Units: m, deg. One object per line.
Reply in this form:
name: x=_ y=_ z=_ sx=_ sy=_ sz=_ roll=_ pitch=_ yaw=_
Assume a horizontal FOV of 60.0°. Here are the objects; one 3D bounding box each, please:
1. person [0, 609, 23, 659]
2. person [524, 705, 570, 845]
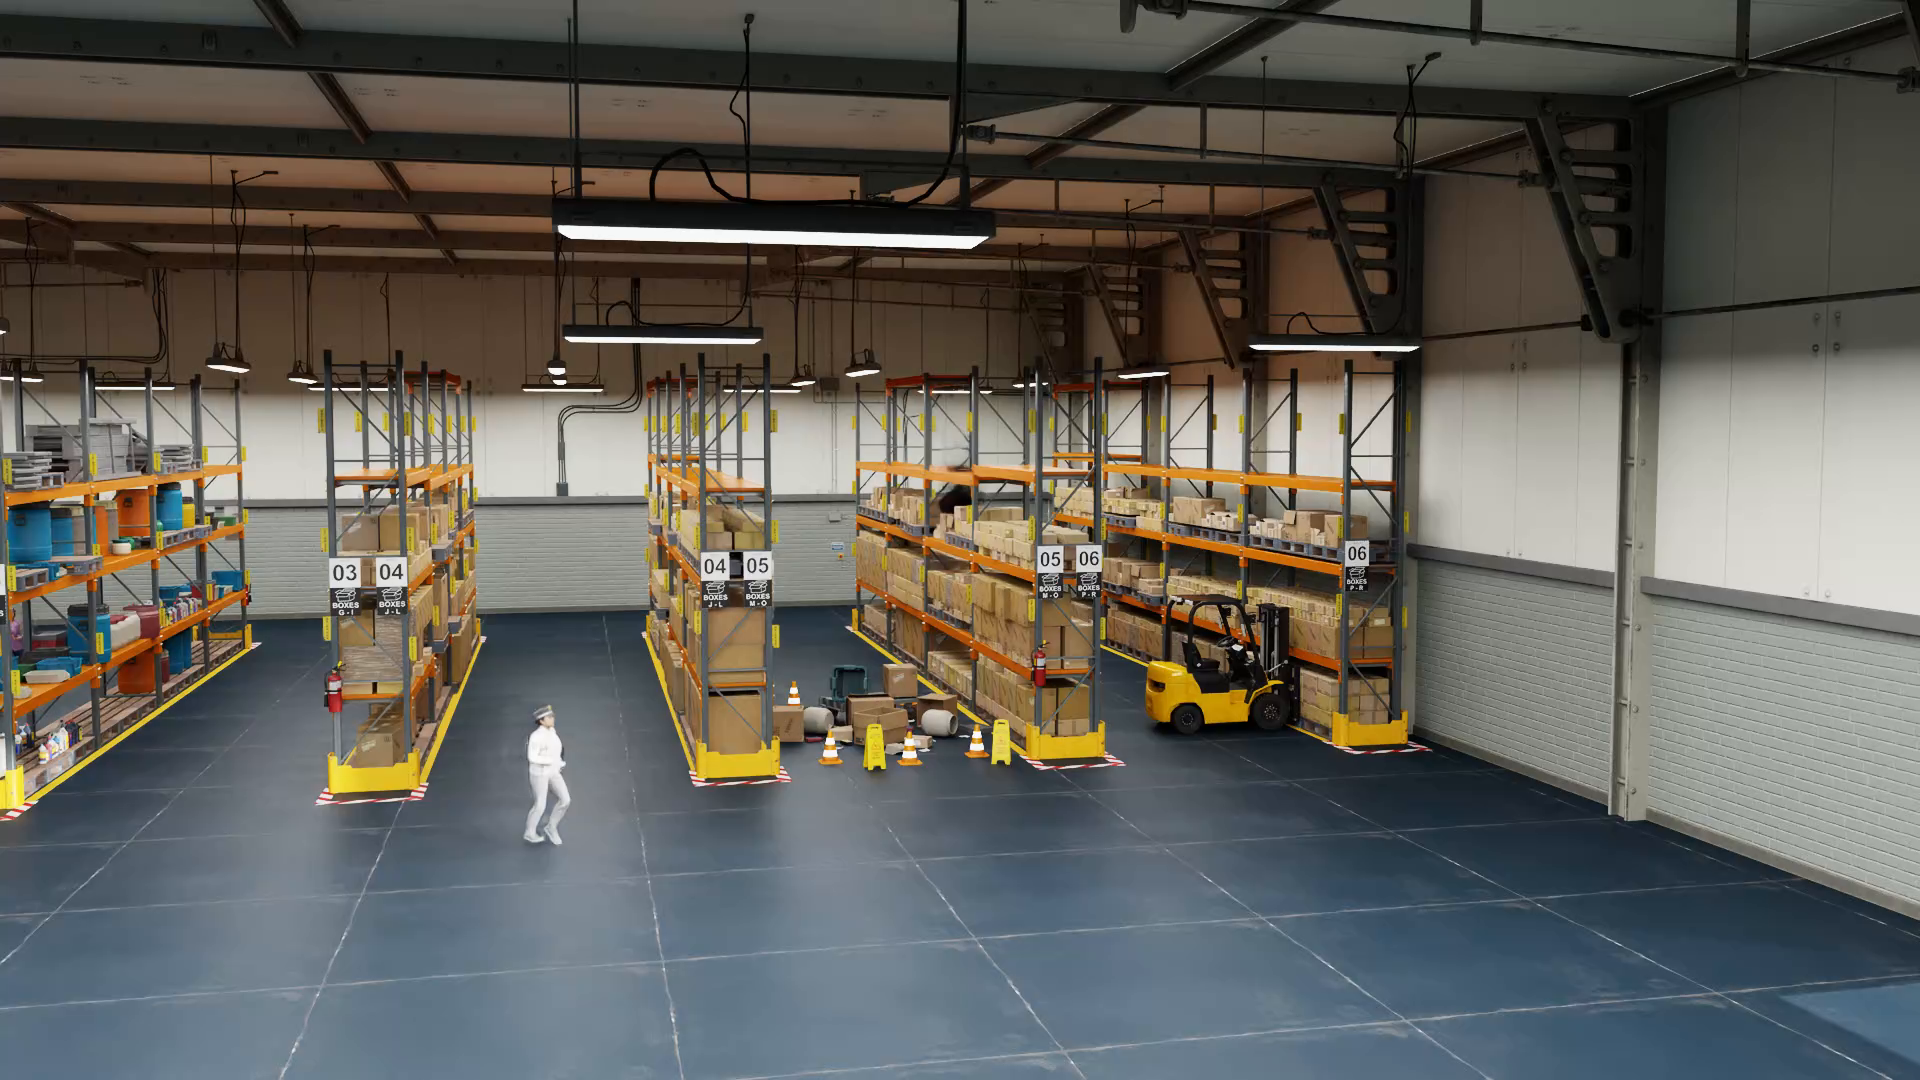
person: x=-17.611 y=2.054 z=30.847 sx=0.543 sy=1.604 sz=0.863 roll=-2 pitch=4 yaw=-24
person: x=-4.898 y=2.801 z=19.711 sx=0.678 sy=1.715 sz=0.608 roll=2 pitch=4 yaw=25
